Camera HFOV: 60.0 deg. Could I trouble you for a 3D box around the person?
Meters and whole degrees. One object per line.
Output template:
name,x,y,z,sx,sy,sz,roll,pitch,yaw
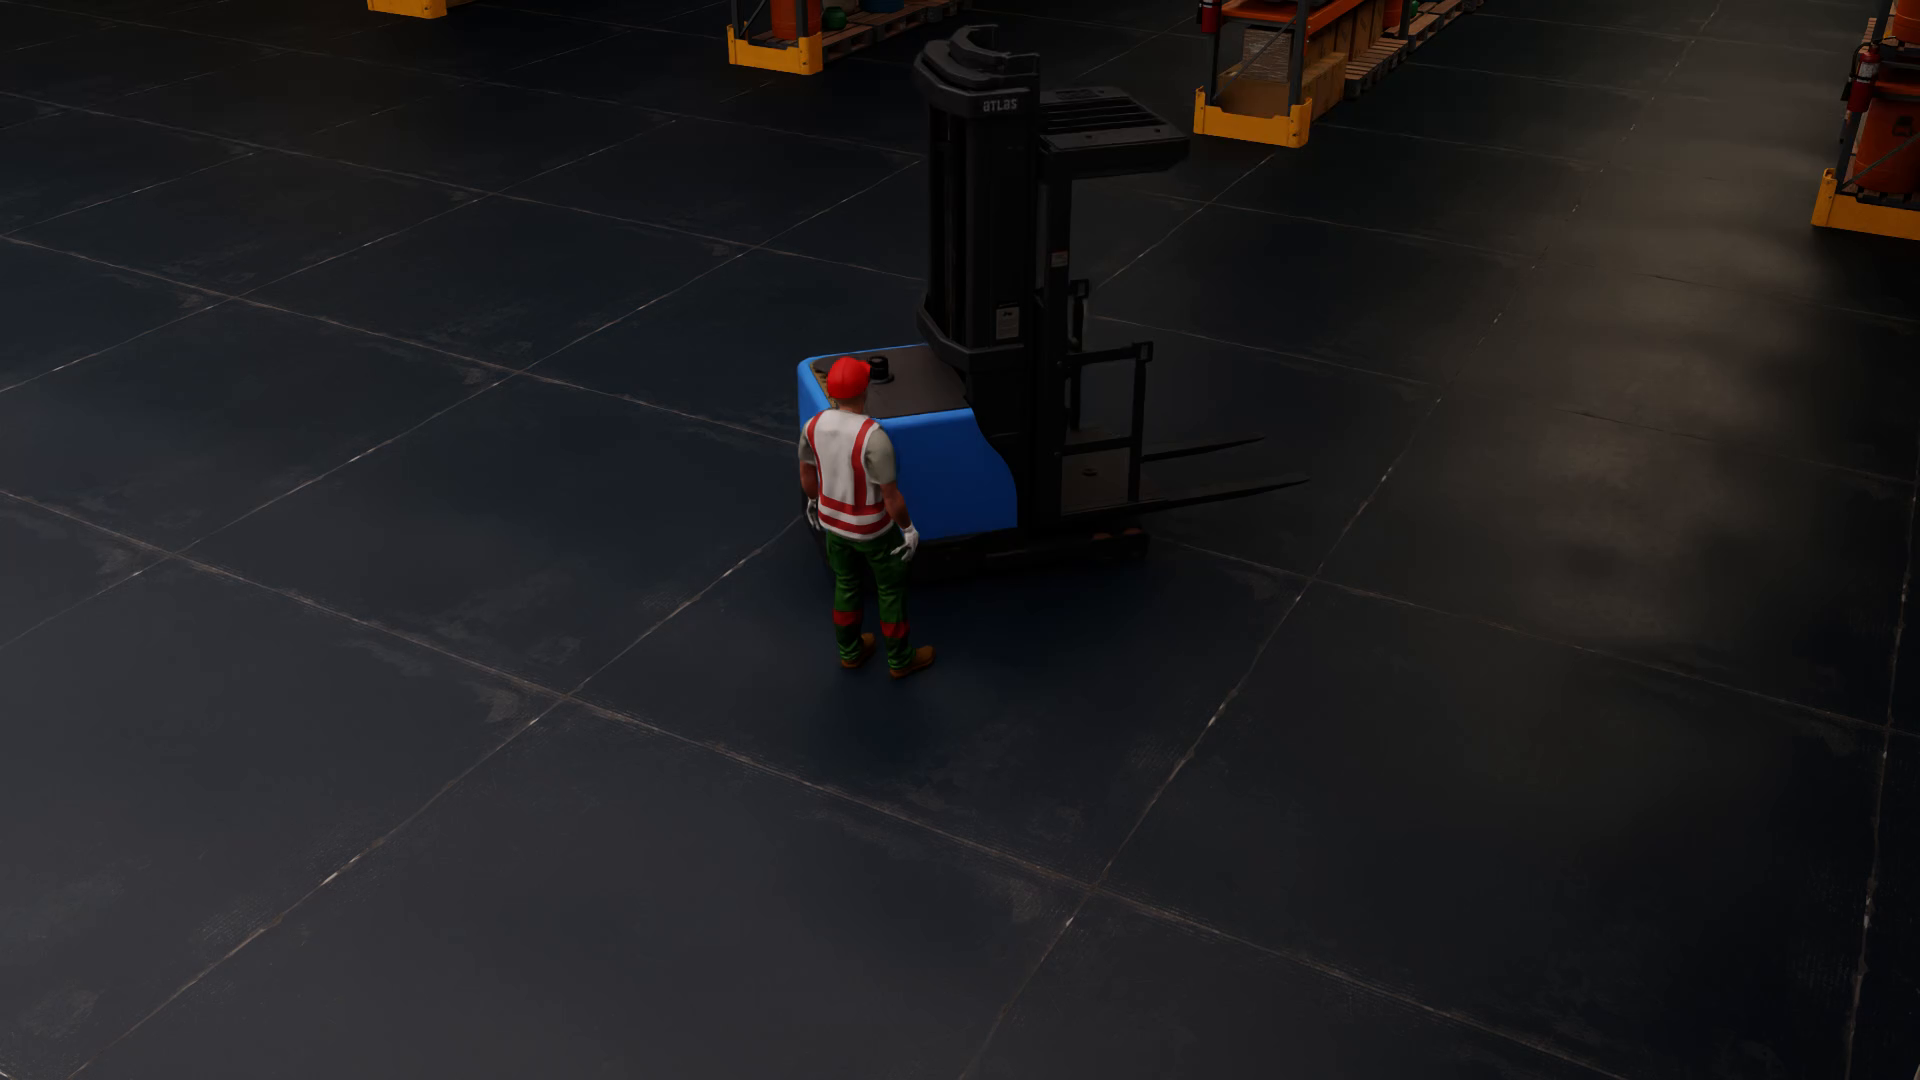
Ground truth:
person,-0.478,-0.119,8.419,0.677,1.793,0.491,17,34,27

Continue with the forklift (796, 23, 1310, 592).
forklift,0.609,-1.388,9.476,3.031,2.935,1.130,-9,31,-15
